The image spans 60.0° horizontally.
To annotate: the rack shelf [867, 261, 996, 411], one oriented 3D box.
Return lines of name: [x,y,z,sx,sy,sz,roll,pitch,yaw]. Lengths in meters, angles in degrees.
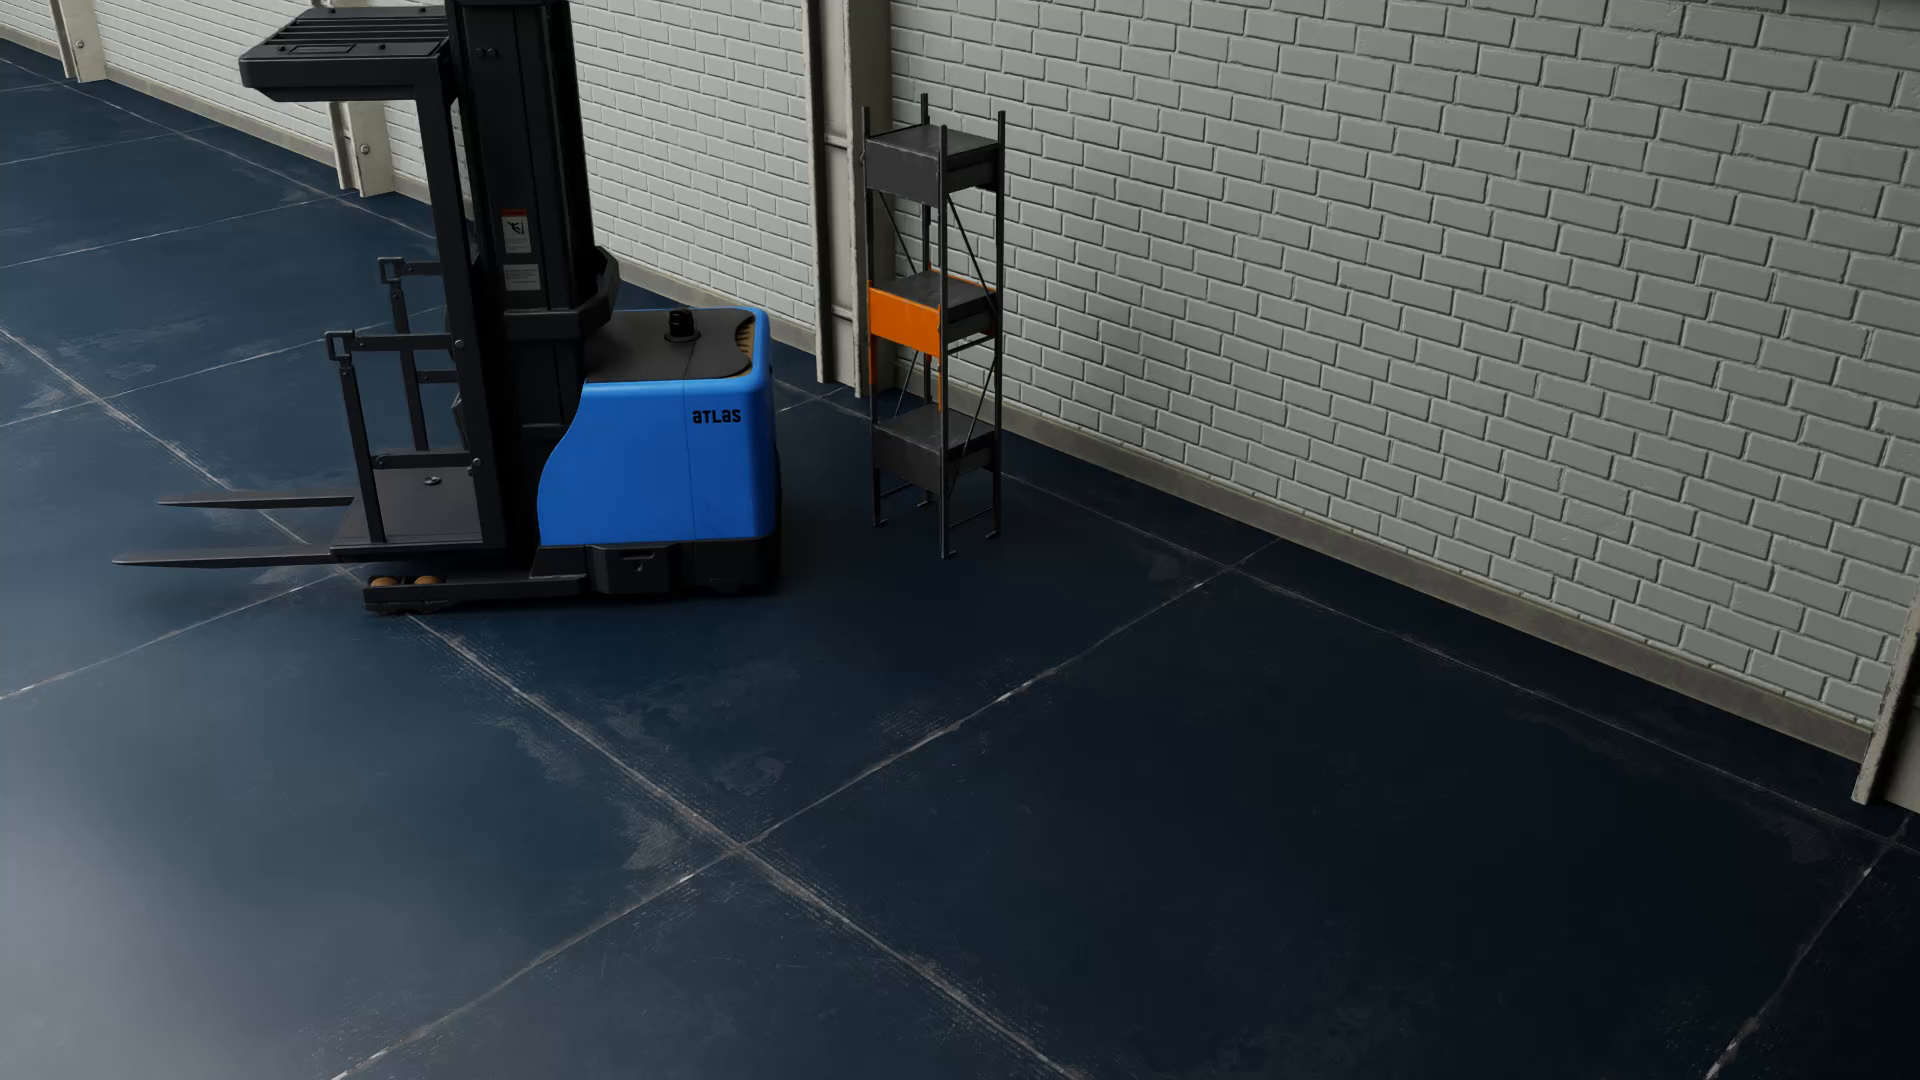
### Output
rack shelf: [-0.118,-0.971,7.870,0.480,0.518,0.431,25,36,38]

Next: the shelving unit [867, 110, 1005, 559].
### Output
shelving unit: [-0.114,-0.981,7.860,0.492,2.100,0.431,25,36,38]

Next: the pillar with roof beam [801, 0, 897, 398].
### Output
pillar with roof beam: [-3.639,-3.506,5.249,0.400,9.000,9.100,25,36,38]

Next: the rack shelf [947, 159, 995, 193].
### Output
rack shelf: [-0.118,-1.680,7.498,0.442,0.100,0.332,25,36,38]

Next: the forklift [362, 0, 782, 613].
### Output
forklift: [-2.390,-1.214,7.409,3.031,2.935,1.130,-2,28,-4]

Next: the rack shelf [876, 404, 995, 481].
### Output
rack shelf: [-0.118,-0.473,8.132,0.457,0.174,0.368,25,36,38]

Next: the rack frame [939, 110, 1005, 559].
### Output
rack frame: [0.056,-0.904,7.713,0.015,2.100,0.400,25,36,38]
